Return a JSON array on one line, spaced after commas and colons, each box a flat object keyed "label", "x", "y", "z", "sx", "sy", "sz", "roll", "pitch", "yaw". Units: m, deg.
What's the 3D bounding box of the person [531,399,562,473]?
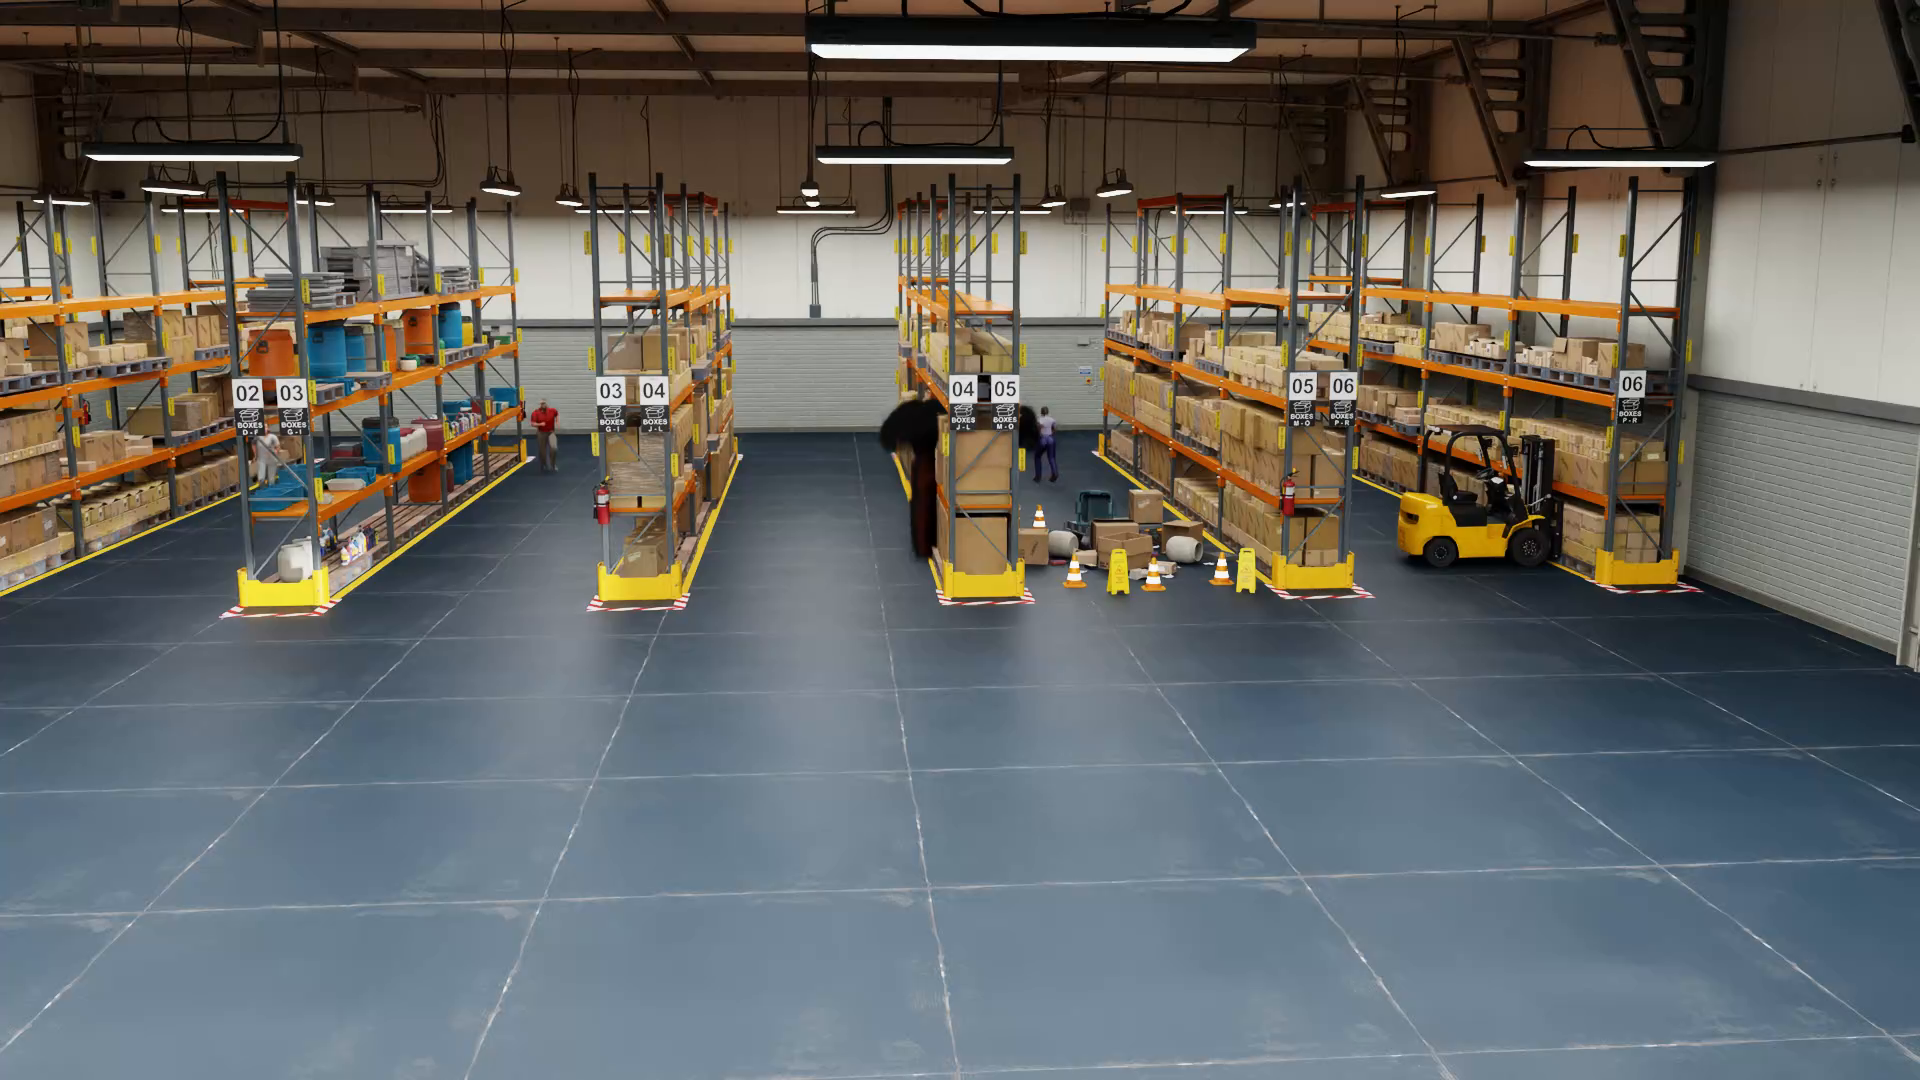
[{"label": "person", "x": -9.257, "y": -2.337, "z": 37.225, "sx": 0.682, "sy": 1.686, "sz": 0.977, "roll": -3, "pitch": 11, "yaw": -19}]

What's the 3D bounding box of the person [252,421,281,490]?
[{"label": "person", "x": -13.498, "y": -1.500, "z": 32.367, "sx": 0.558, "sy": 1.647, "sz": 0.660, "roll": -2, "pitch": 10, "yaw": -14}]

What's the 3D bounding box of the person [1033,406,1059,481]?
[{"label": "person", "x": 1.849, "y": -2.029, "z": 35.535, "sx": 0.614, "sy": 1.637, "sz": 0.954, "roll": -4, "pitch": 11, "yaw": -19}]
